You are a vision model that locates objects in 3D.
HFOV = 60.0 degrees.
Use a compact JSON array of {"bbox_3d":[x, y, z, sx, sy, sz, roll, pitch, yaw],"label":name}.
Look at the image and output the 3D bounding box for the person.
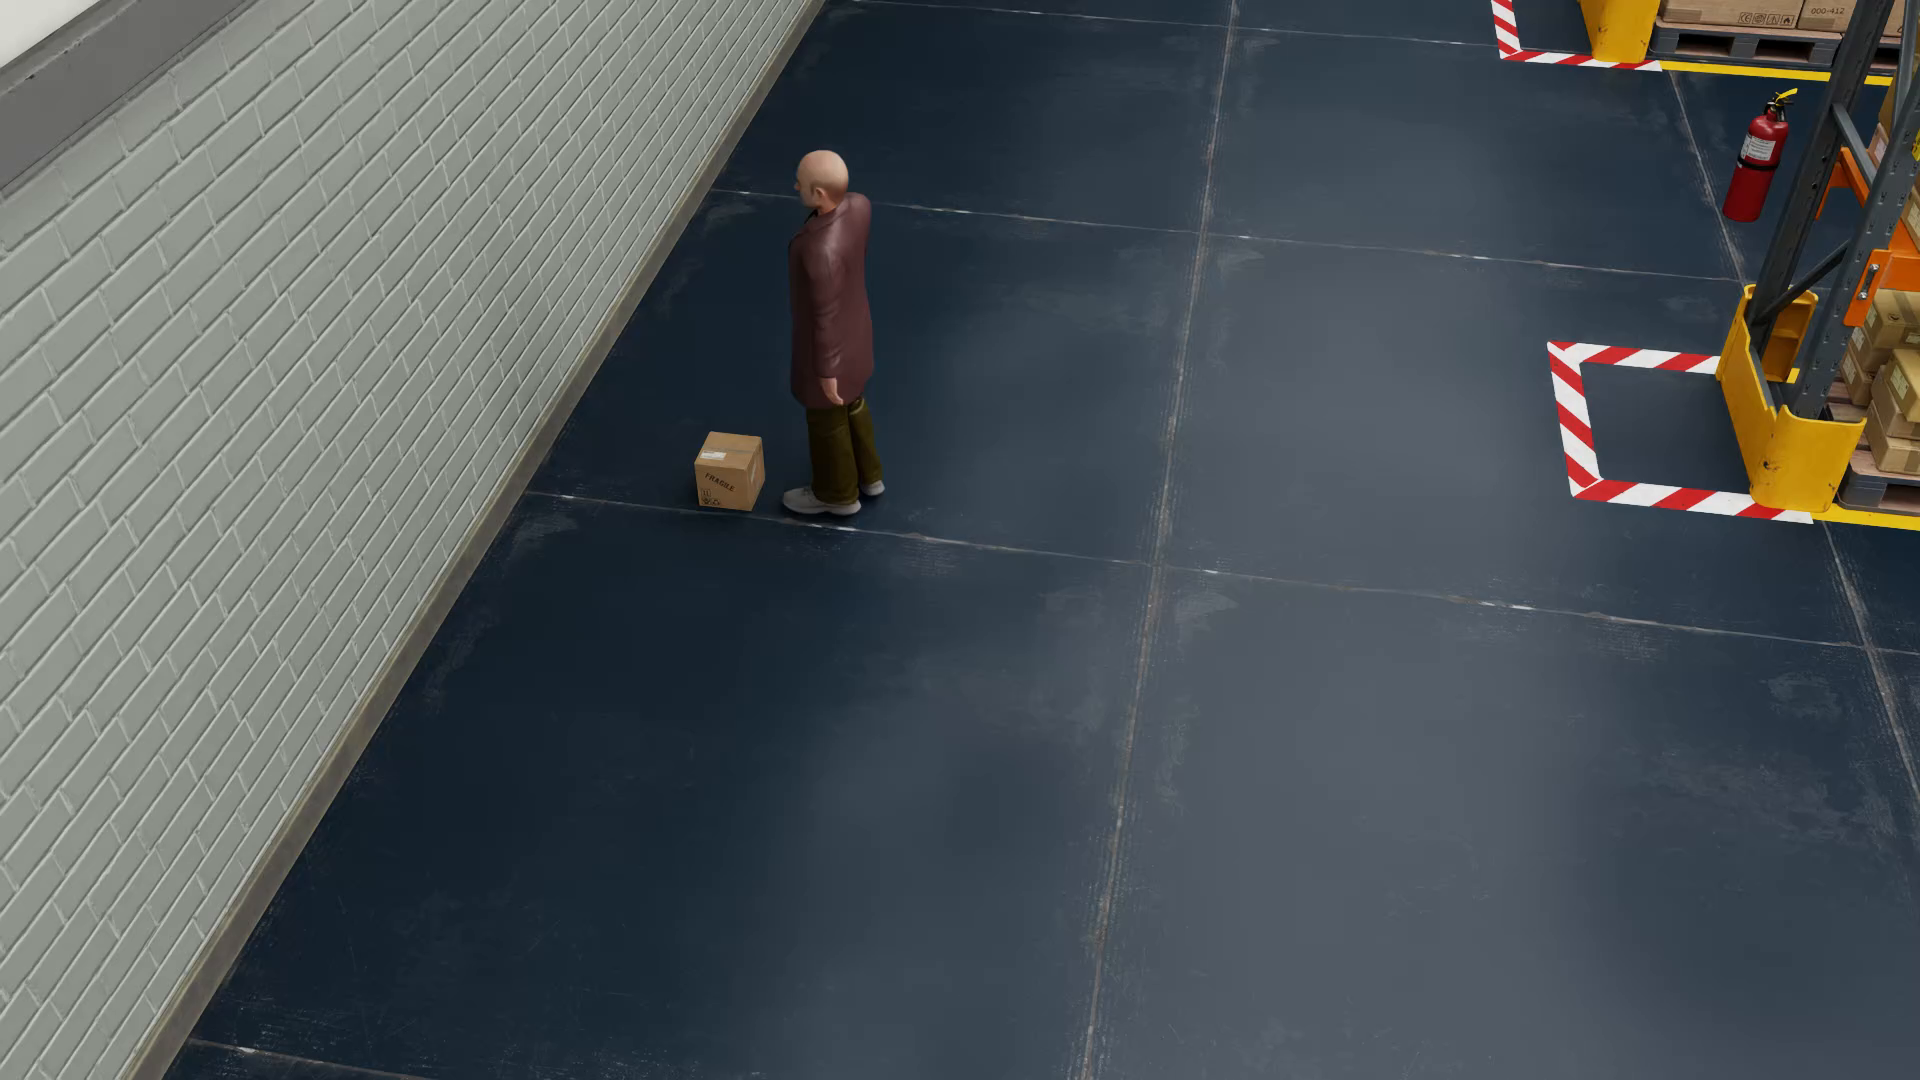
[{"bbox_3d":[-0.581,-0.888,7.188,0.441,1.795,0.672,12,41,14],"label":"person"}]
